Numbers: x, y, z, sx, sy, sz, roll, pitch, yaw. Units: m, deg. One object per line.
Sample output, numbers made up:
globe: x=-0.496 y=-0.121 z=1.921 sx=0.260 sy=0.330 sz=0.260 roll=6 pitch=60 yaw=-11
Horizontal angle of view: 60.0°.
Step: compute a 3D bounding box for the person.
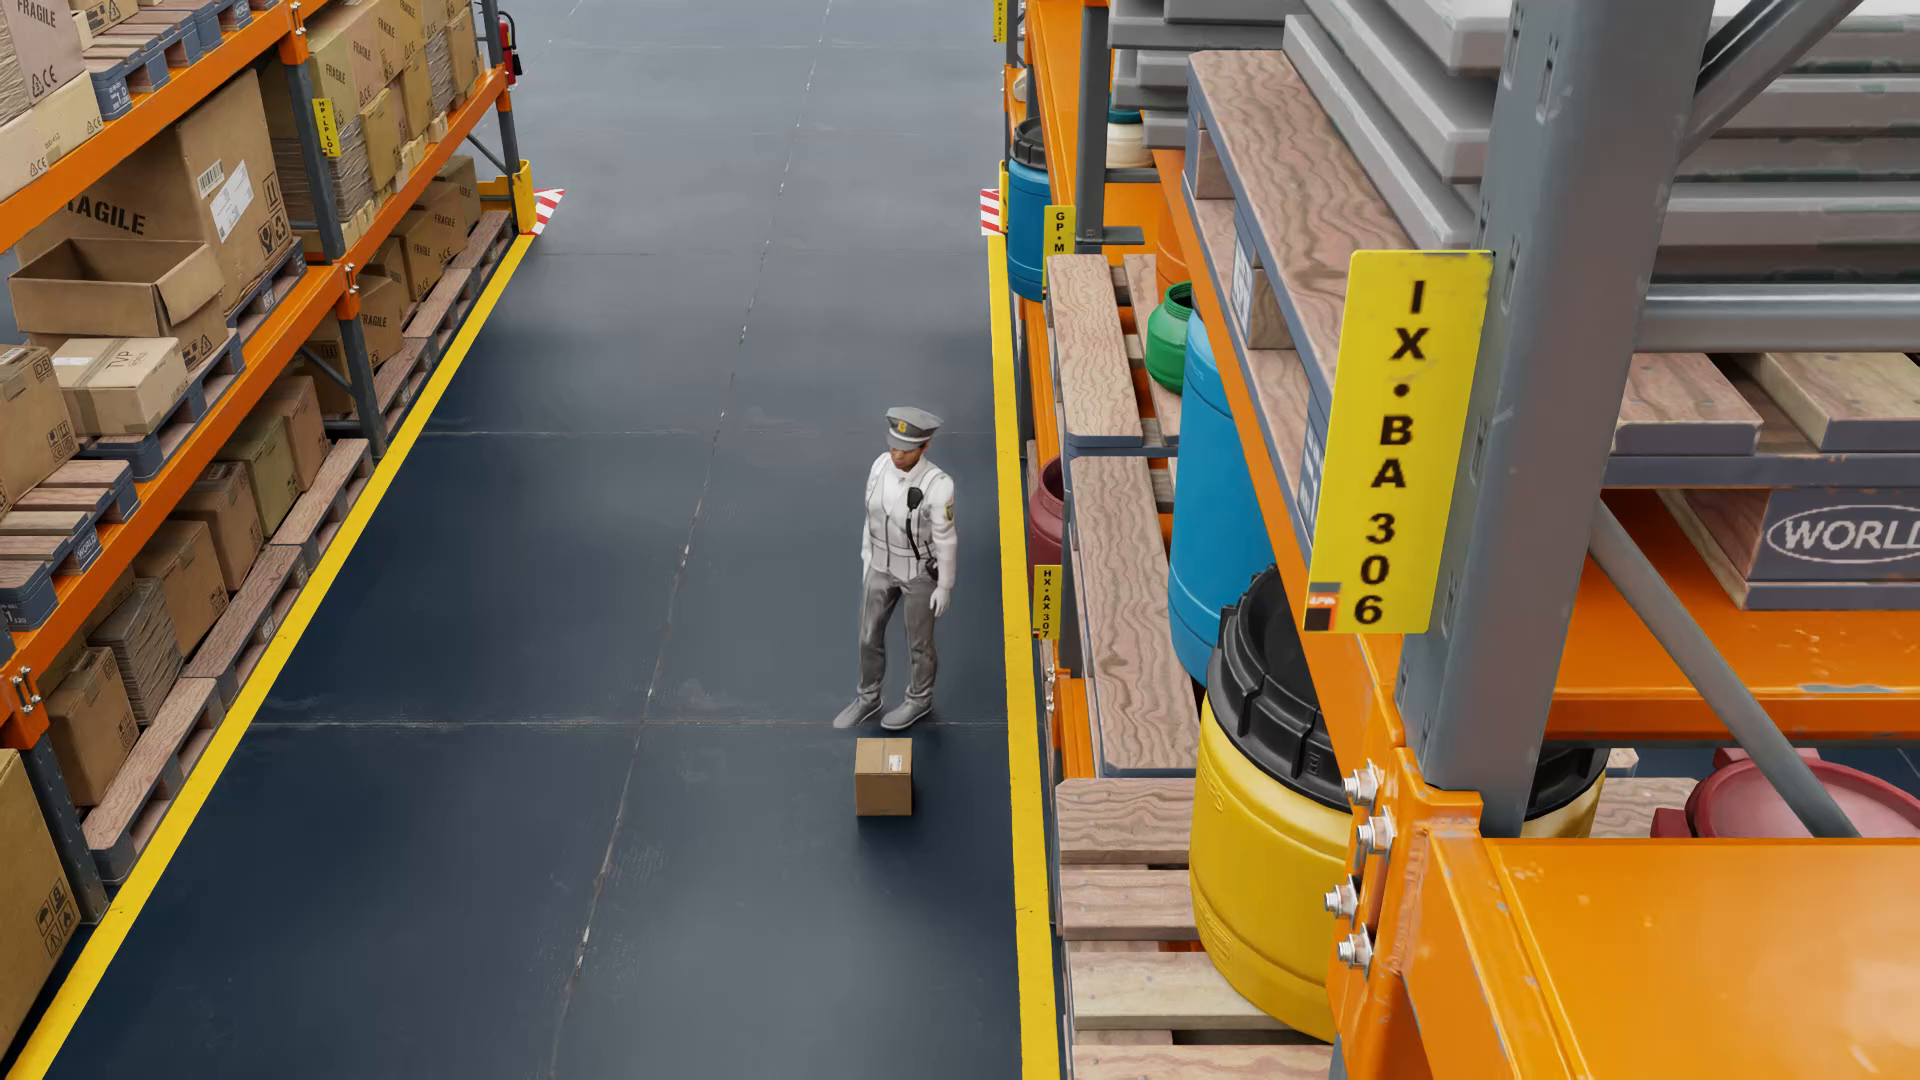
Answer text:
person: x=-0.300 y=0.183 z=7.643 sx=0.544 sy=1.717 sz=0.434 roll=20 pitch=37 yaw=28
